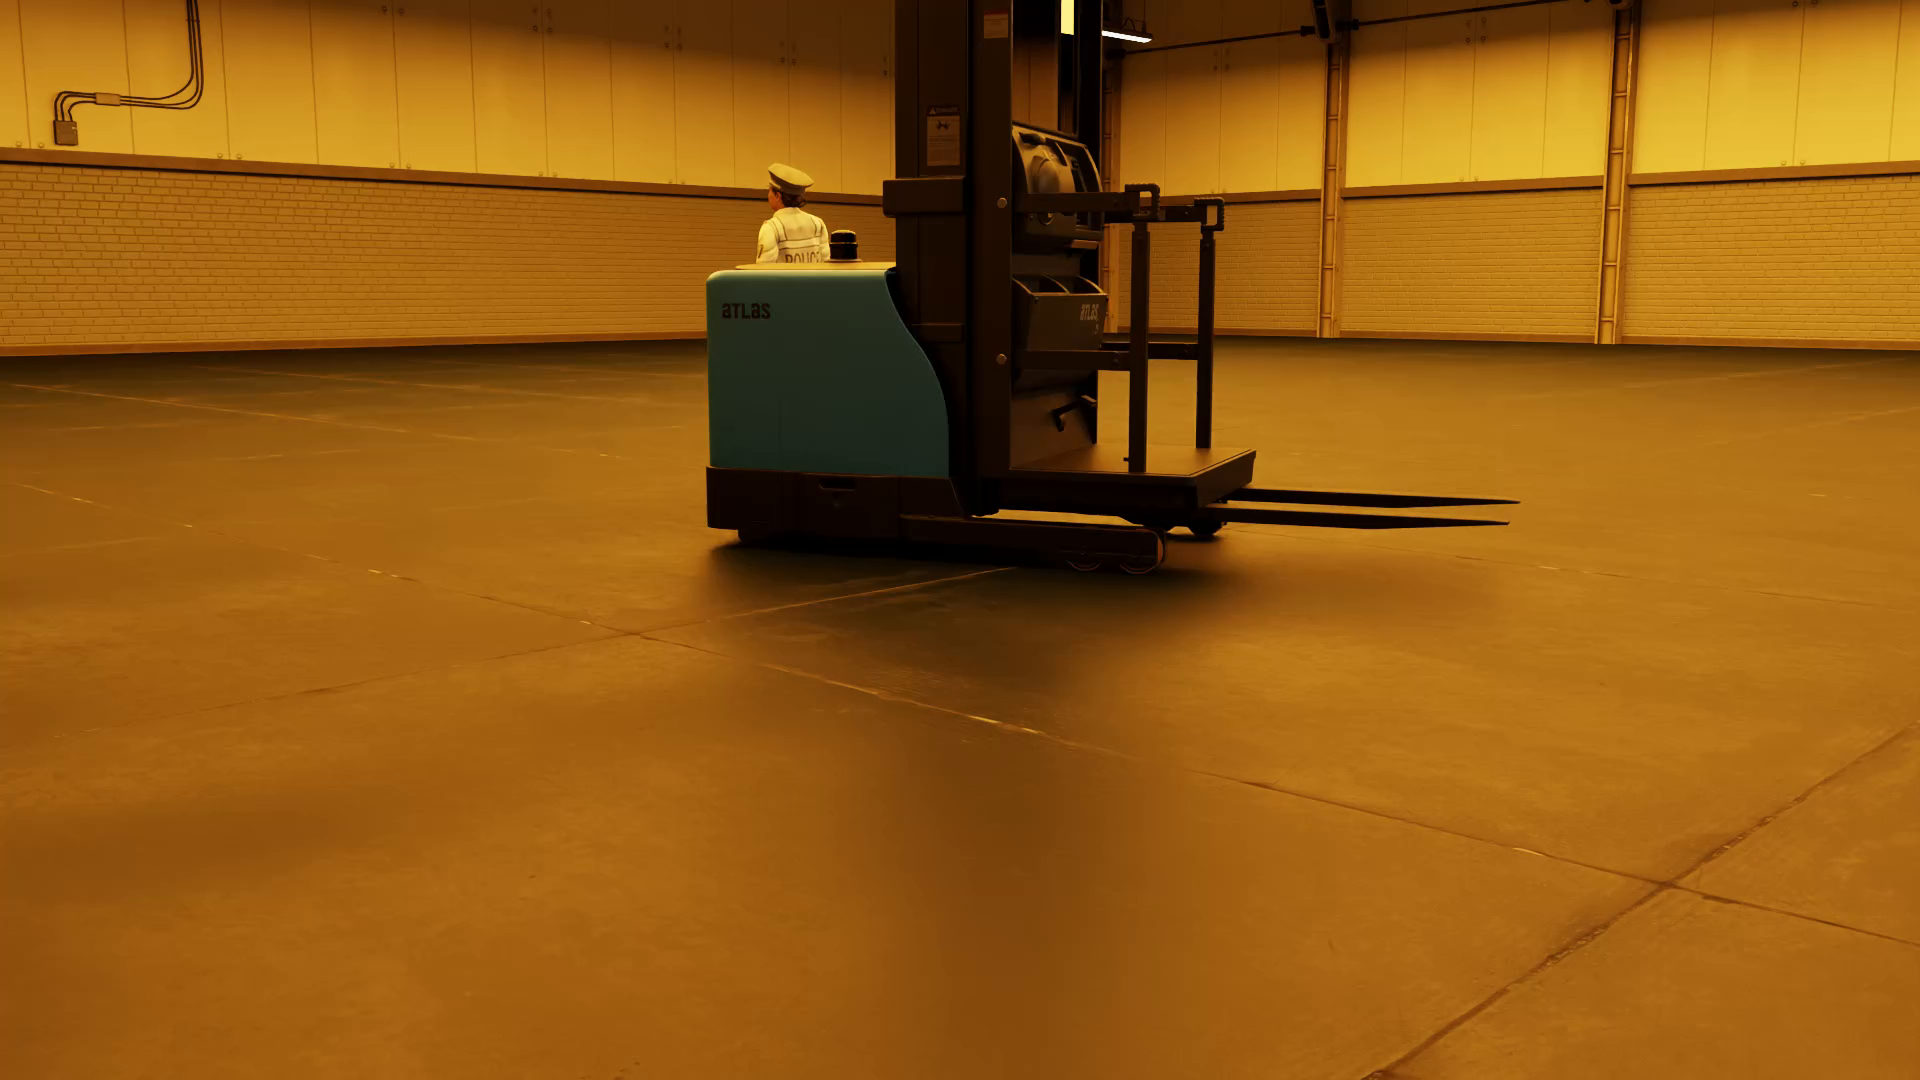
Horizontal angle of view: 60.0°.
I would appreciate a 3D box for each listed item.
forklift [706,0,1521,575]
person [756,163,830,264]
[{"bbox_3d":[0.565,-1.416,6.275,3.031,2.935,1.130,3,9,22],"label":"forklift"},{"bbox_3d":[-1.023,-1.287,9.524,0.587,1.694,0.531,-8,12,-43],"label":"person"}]
